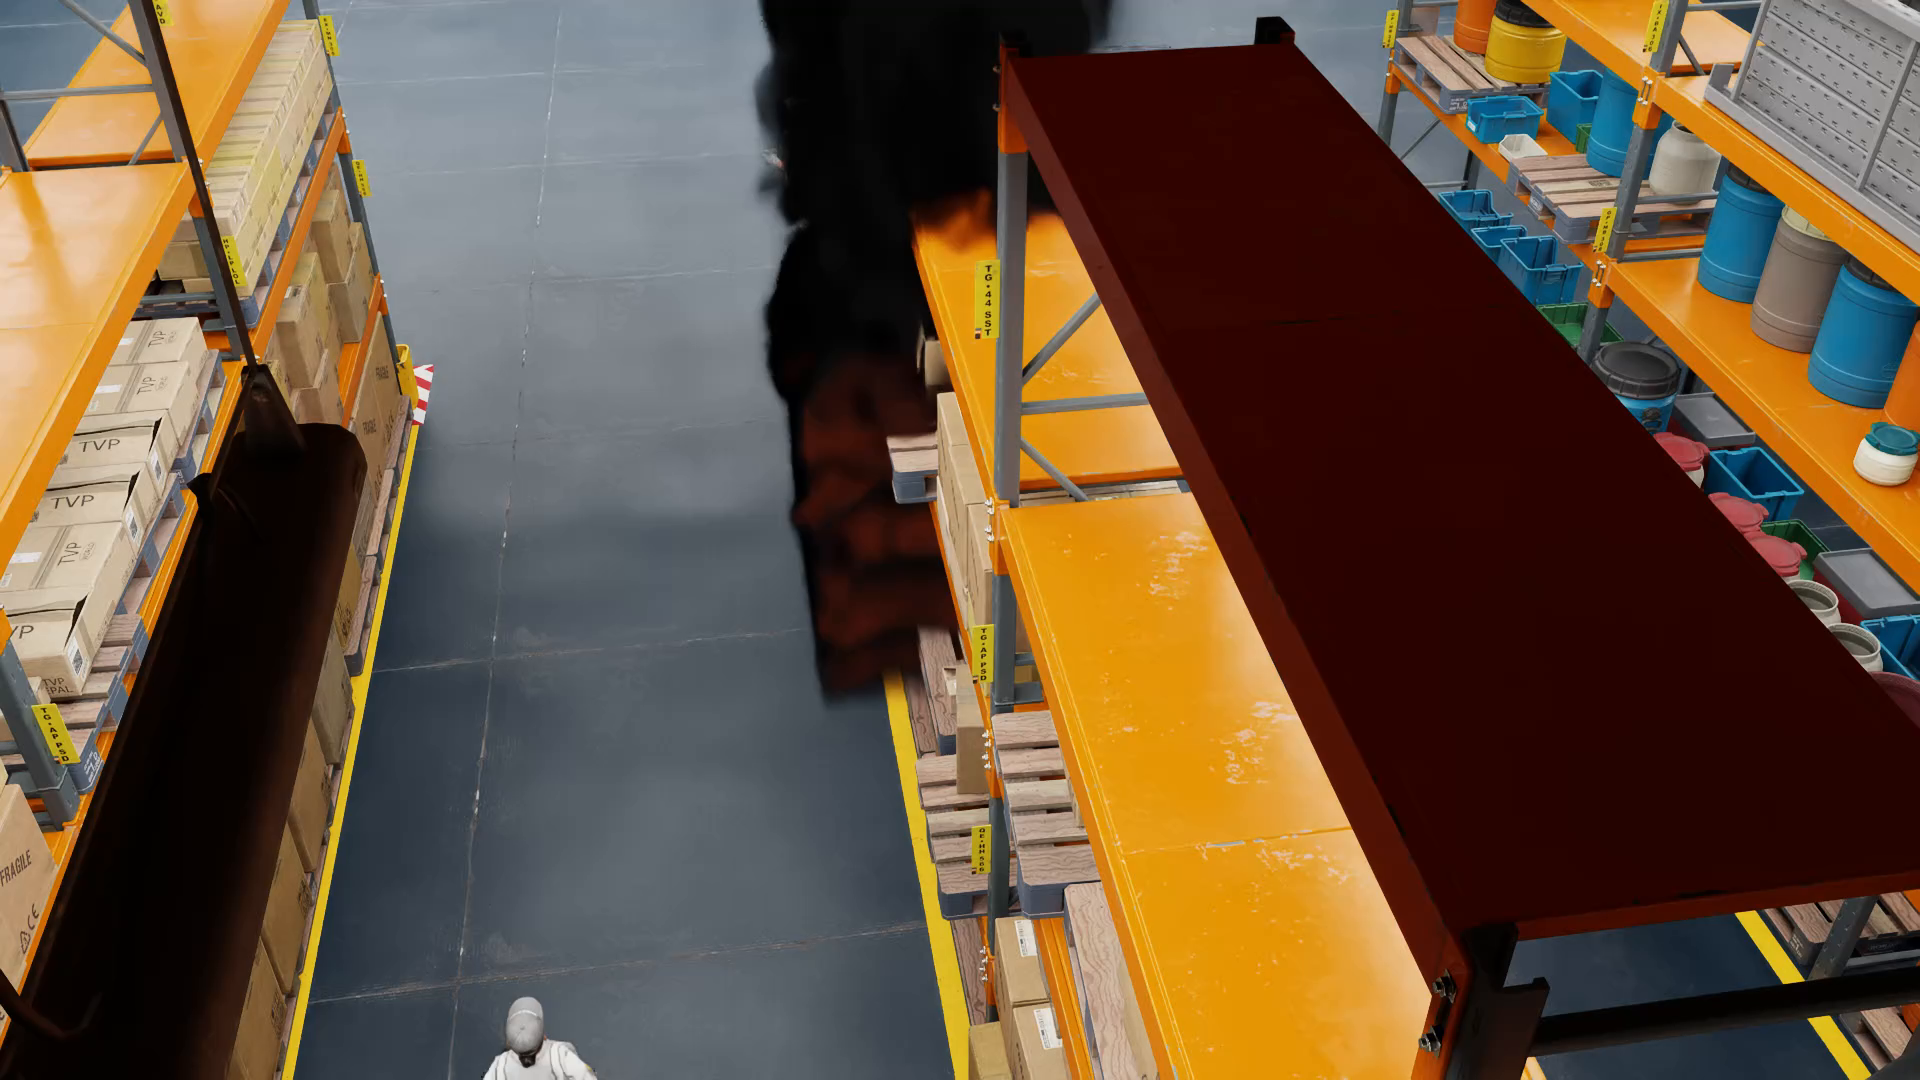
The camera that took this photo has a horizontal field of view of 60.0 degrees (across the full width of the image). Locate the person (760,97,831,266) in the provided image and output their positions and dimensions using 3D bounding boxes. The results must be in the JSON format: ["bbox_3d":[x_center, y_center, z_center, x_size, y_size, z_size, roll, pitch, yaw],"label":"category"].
[{"bbox_3d":[-1.643,-3.660,16.946,0.673,1.783,0.661,21,41,26],"label":"person"}]

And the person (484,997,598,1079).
[{"bbox_3d":[-2.033,2.827,8.234,0.599,1.621,0.557,-9,37,-11],"label":"person"}]
